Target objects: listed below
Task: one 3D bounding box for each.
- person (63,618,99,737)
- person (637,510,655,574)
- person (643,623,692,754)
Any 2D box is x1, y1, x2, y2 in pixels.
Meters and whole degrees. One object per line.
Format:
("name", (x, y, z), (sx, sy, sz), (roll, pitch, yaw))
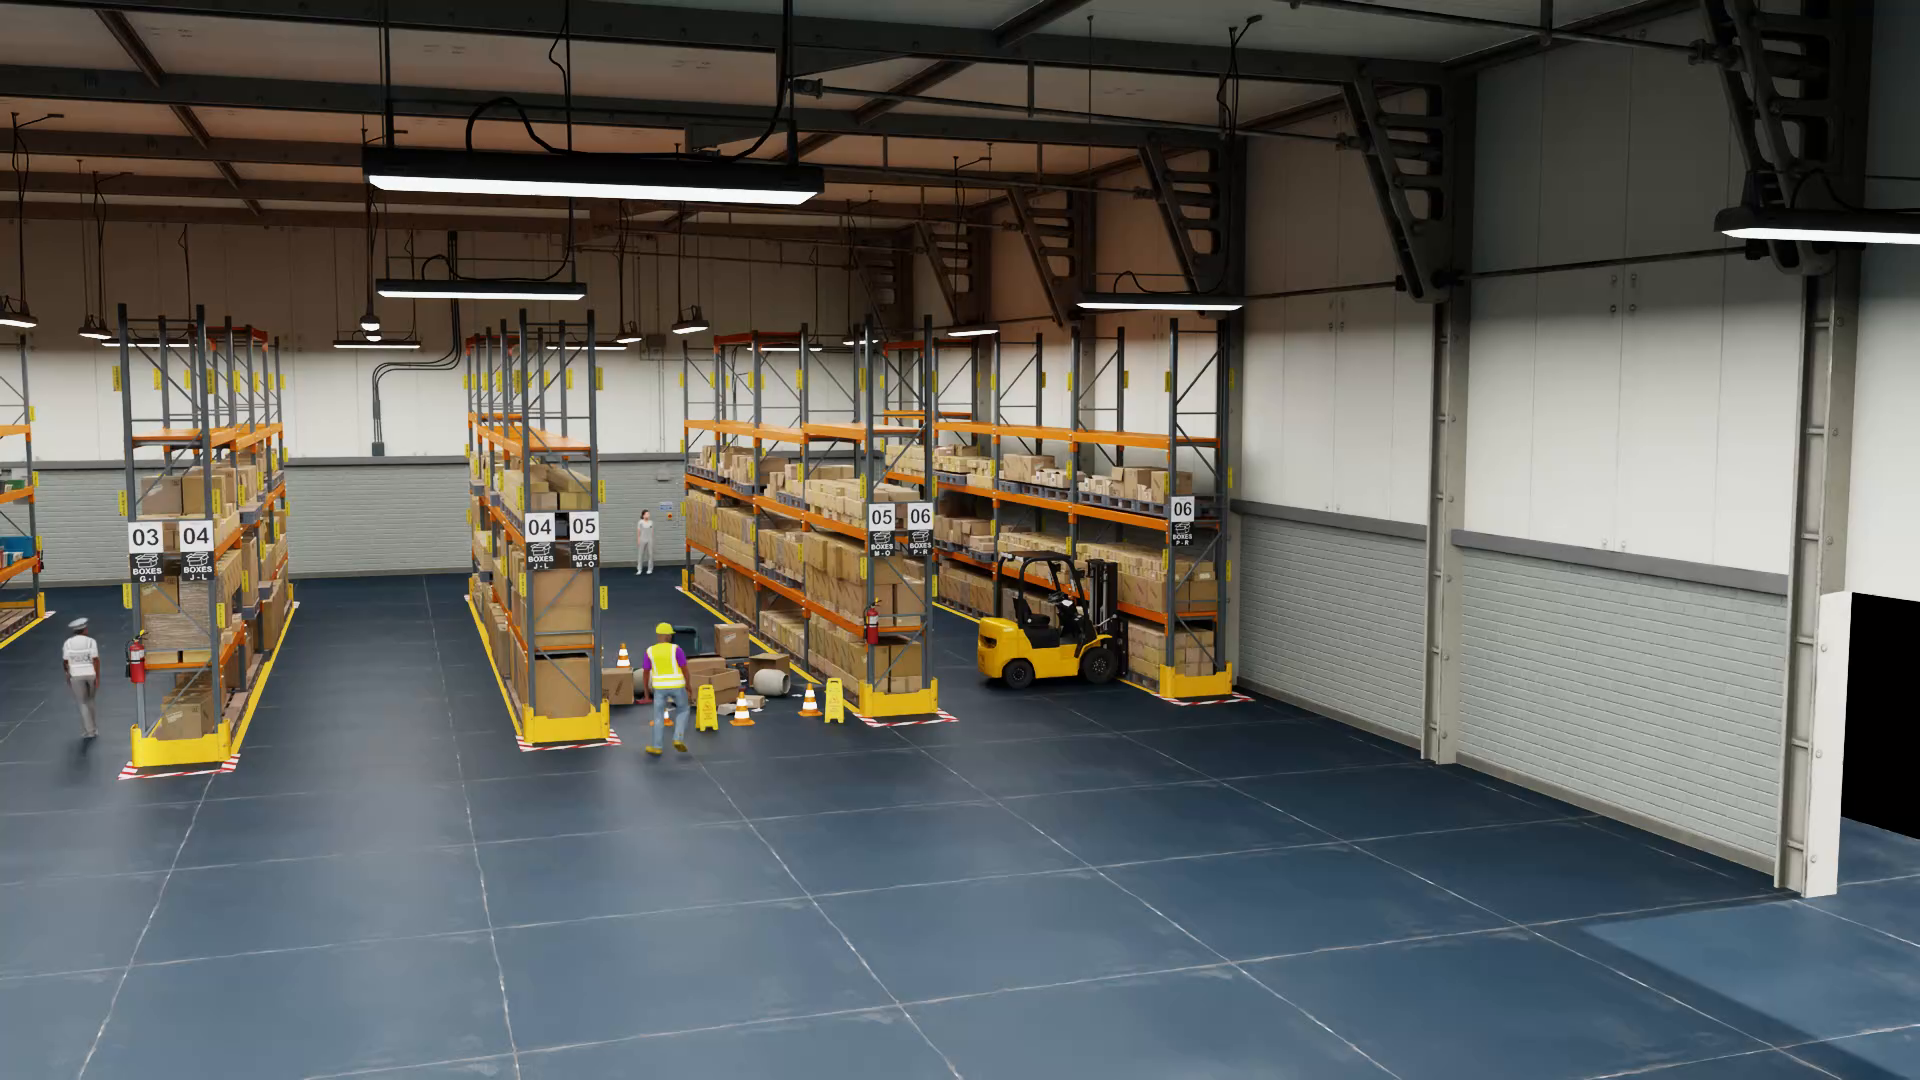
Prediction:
("person", (-12.353, 1.974, 23.441), (0.598, 1.743, 0.470), (4, 7, 35))
("person", (-8.217, 0.046, 43.486), (0.476, 1.681, 0.363), (-2, 6, -17))
("person", (-3.928, 1.994, 22.352), (0.656, 1.769, 0.429), (0, 5, -4))
